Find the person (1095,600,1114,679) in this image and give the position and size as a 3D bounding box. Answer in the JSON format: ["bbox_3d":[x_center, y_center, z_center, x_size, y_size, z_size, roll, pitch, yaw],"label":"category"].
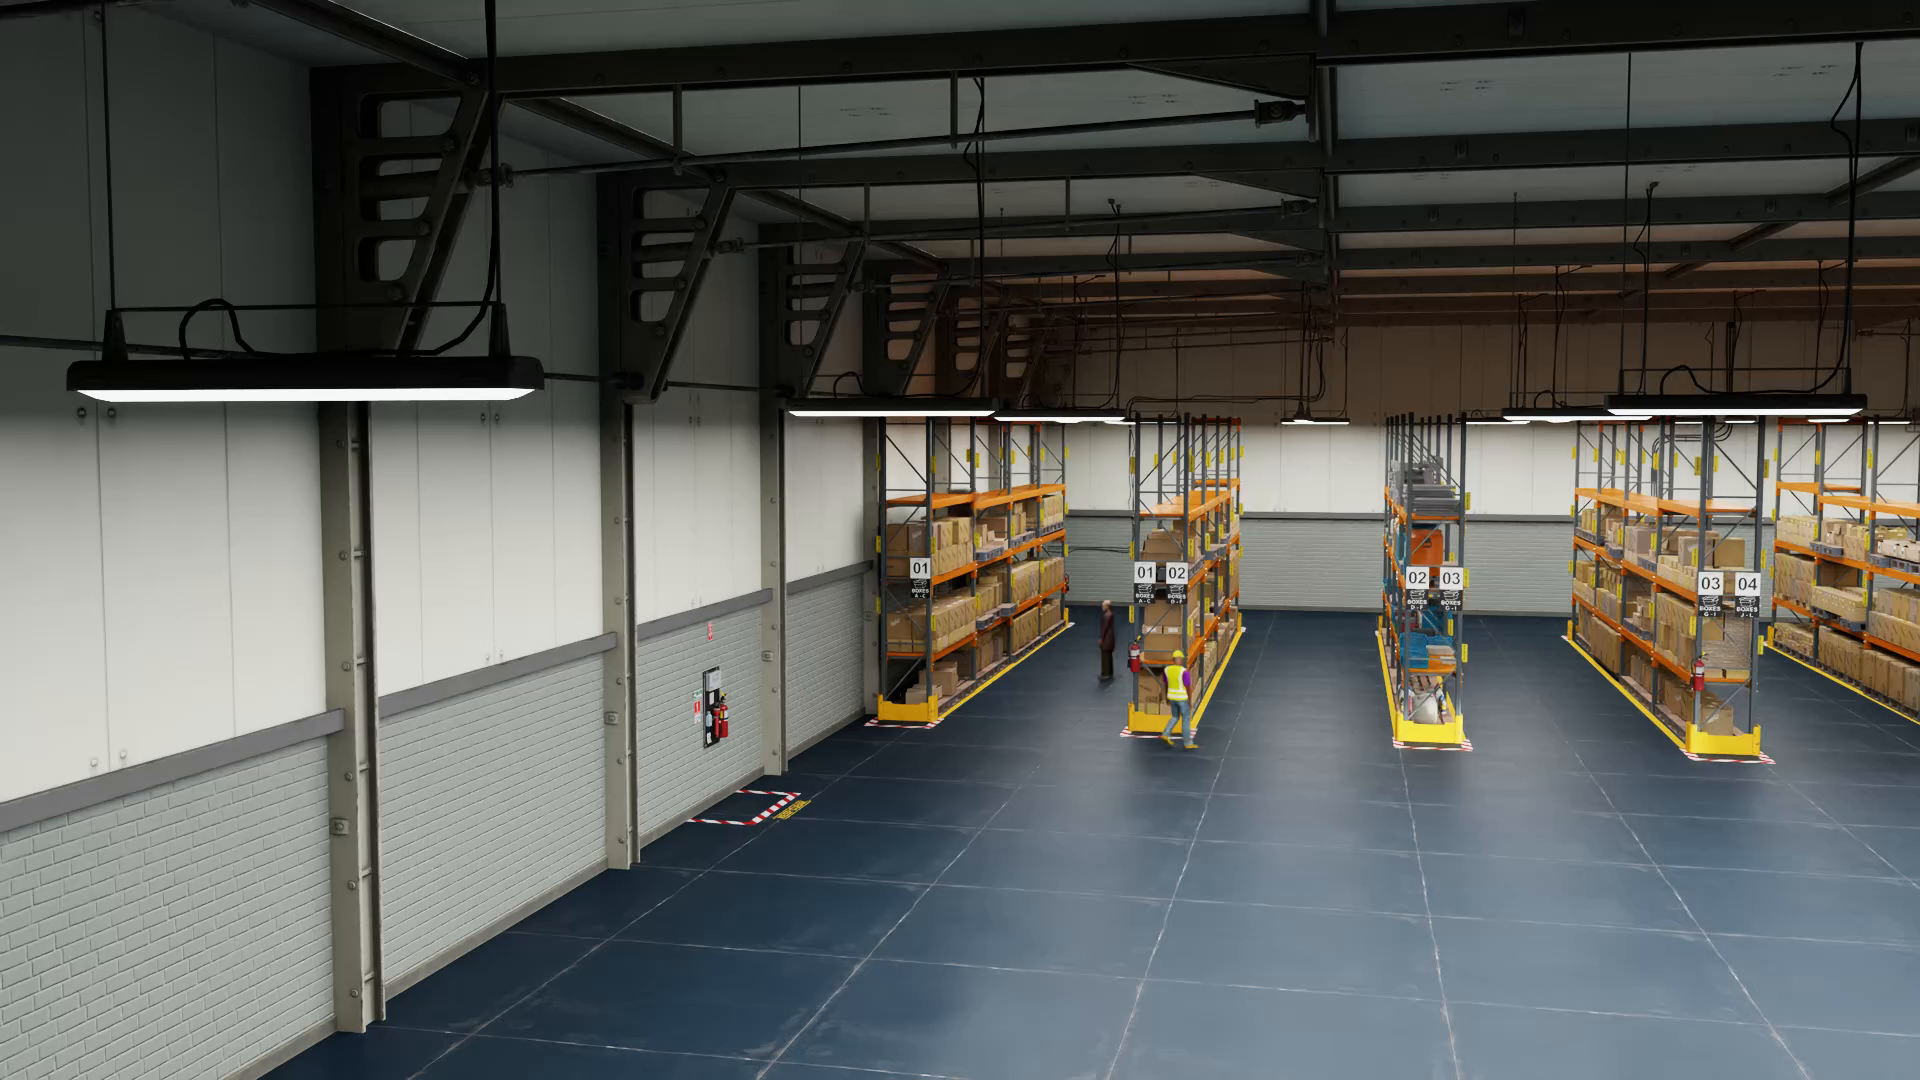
[{"bbox_3d":[3.297,2.265,37.852,0.428,1.790,0.602,1,4,16],"label":"person"}]

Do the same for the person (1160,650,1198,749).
[{"bbox_3d":[3.929,2.844,29.682,0.606,1.776,0.630,-4,5,-45],"label":"person"}]
